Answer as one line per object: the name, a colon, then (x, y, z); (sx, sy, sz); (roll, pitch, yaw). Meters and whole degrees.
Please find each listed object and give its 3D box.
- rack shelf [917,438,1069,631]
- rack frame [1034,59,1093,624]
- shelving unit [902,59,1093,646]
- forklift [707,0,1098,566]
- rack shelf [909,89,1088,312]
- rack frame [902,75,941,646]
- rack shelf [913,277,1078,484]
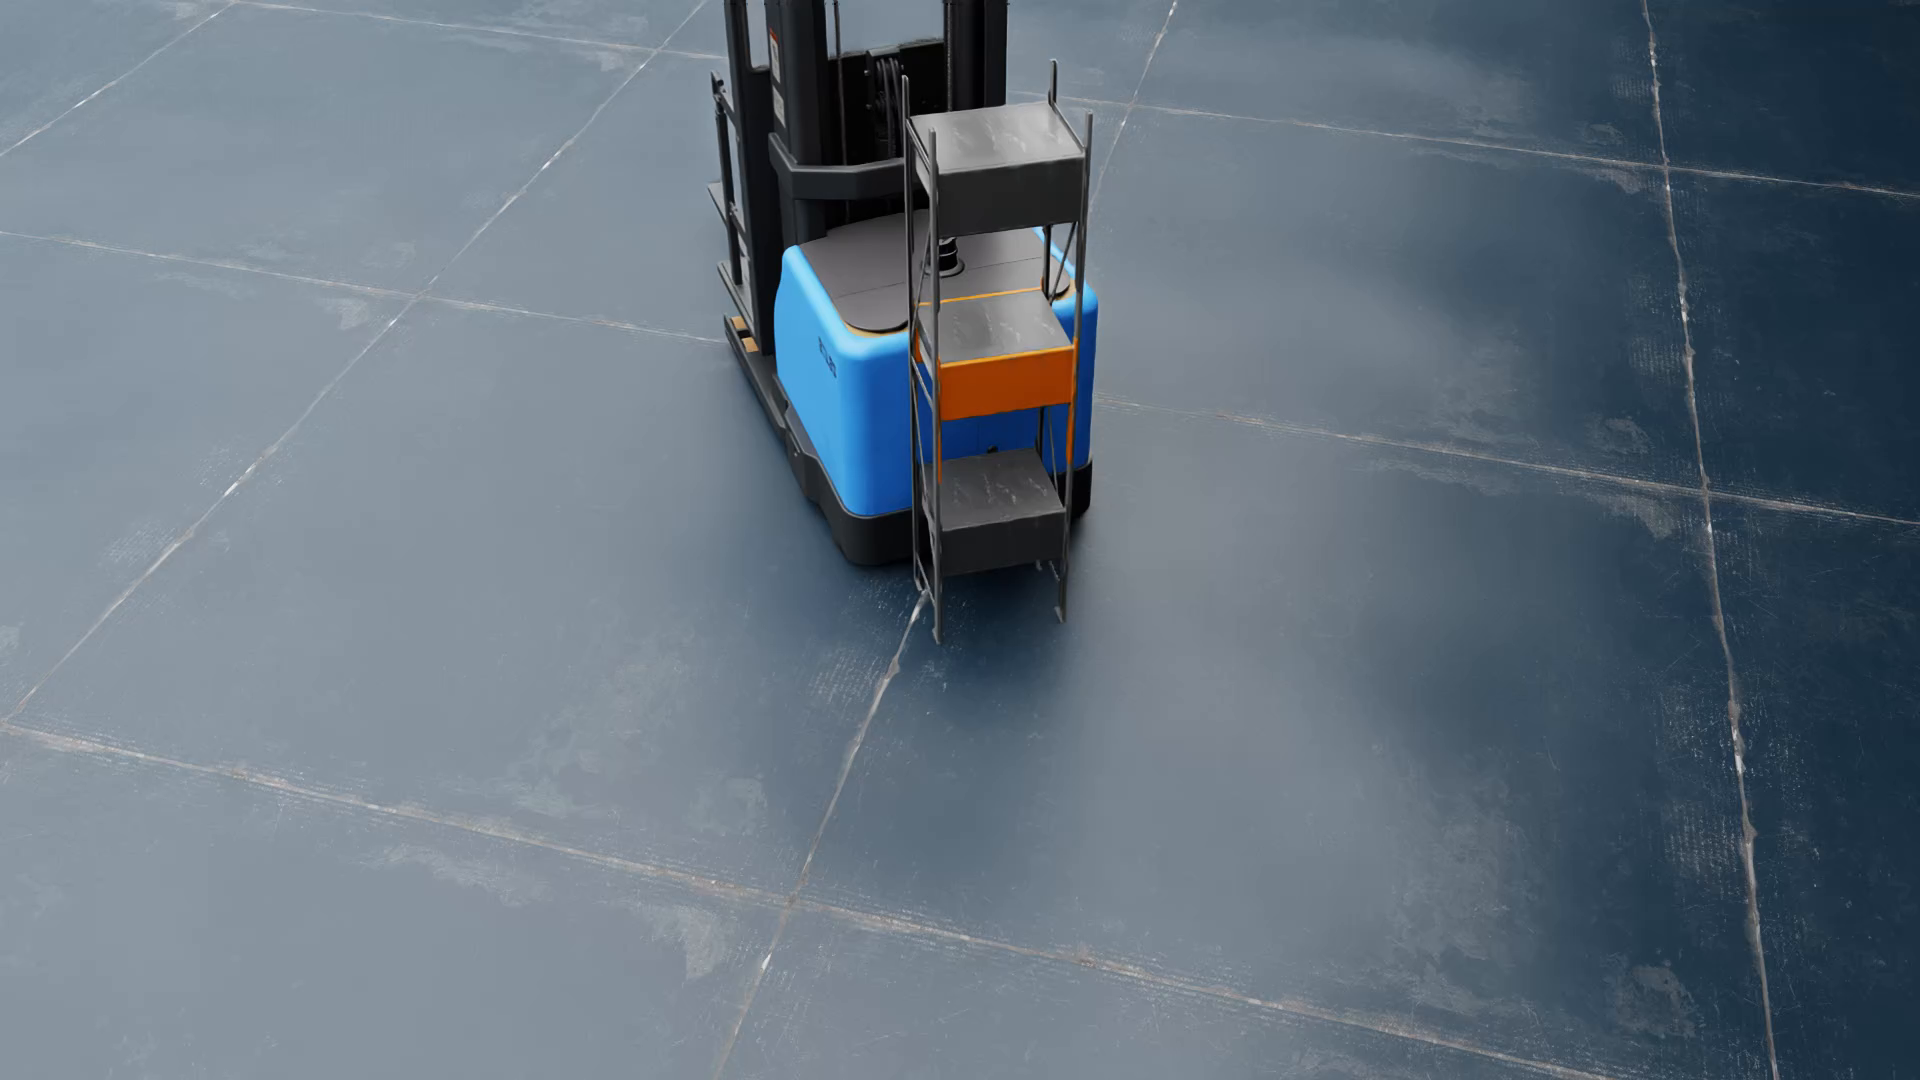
rack shelf: (0.109, -0.023, 6.254); (0.480, 0.518, 0.431); (-9, 41, -11)
rack frame: (0.346, -0.608, 5.841); (0.015, 2.100, 0.400); (-9, 41, -11)
shelving unit: (0.109, -0.569, 5.795); (0.503, 2.100, 0.431); (-9, 41, -11)
forklift: (-0.459, -1.977, 6.825); (1.130, 2.935, 3.031); (-14, 42, -16)
rack shelf: (0.109, -1.095, 5.354); (0.480, 0.518, 0.431); (-9, 41, -11)
rack frame: (-0.127, -0.530, 5.749); (0.015, 2.100, 0.400); (-9, 41, -11)
rack shelf: (0.109, -0.559, 5.804); (0.480, 0.518, 0.431); (-9, 41, -11)
